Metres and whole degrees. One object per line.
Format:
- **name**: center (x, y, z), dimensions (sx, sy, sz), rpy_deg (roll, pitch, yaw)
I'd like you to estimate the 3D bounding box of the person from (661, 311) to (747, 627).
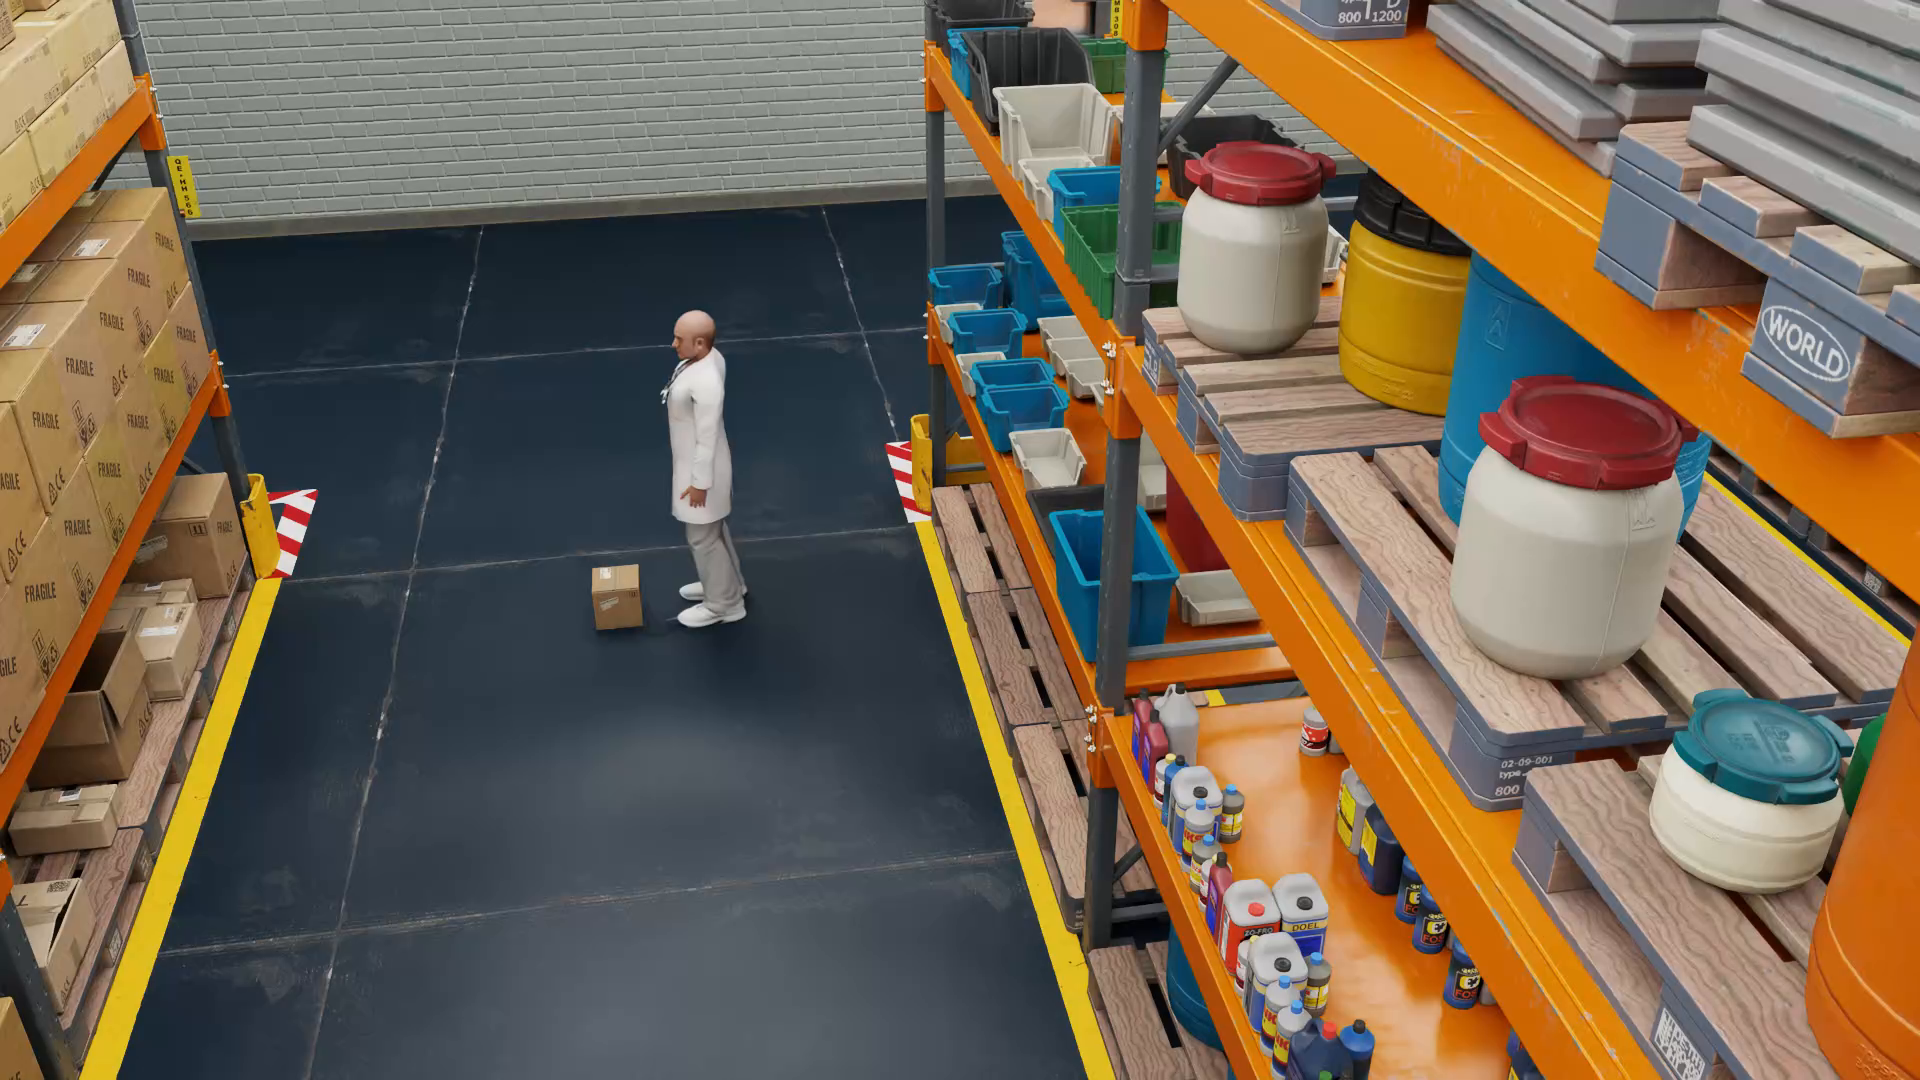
- **person**: center (-1.374, -0.378, 8.808), dimensions (0.388, 1.776, 0.562), rpy_deg (-5, 31, -8)
